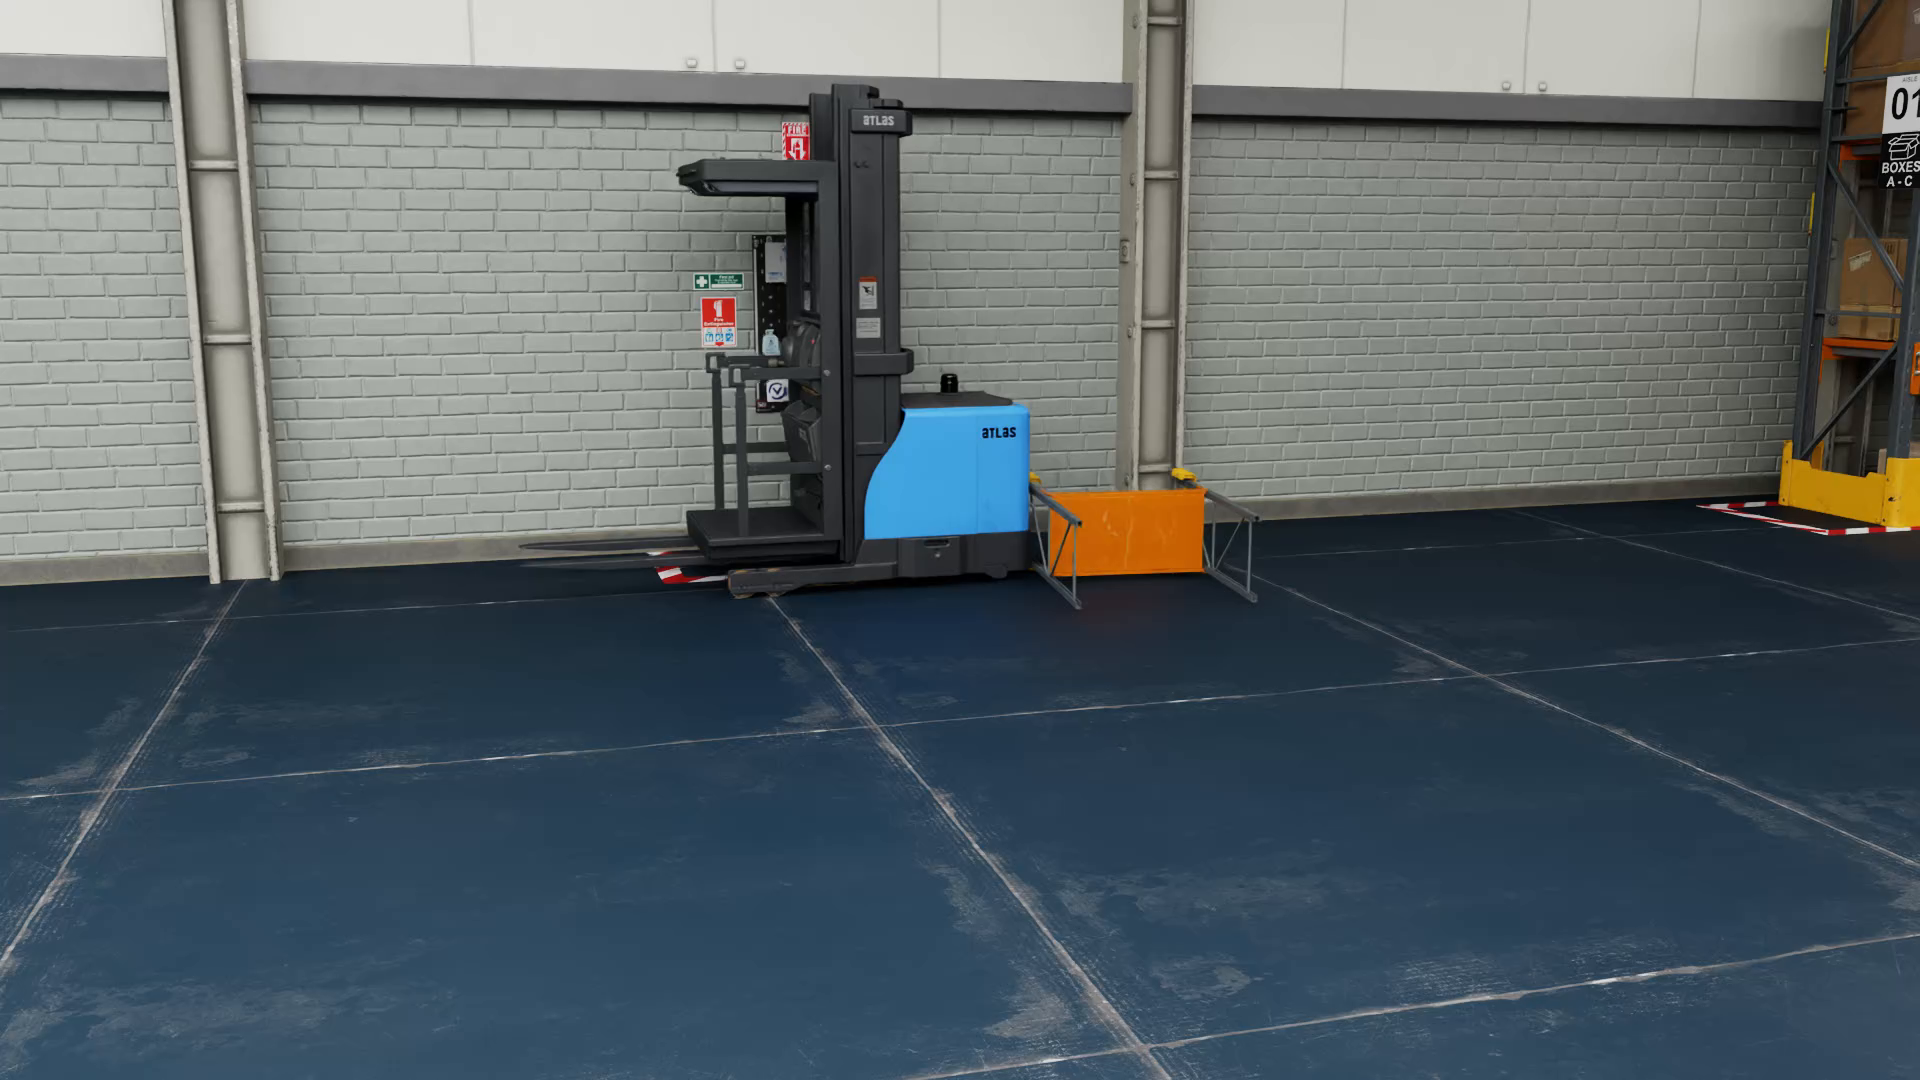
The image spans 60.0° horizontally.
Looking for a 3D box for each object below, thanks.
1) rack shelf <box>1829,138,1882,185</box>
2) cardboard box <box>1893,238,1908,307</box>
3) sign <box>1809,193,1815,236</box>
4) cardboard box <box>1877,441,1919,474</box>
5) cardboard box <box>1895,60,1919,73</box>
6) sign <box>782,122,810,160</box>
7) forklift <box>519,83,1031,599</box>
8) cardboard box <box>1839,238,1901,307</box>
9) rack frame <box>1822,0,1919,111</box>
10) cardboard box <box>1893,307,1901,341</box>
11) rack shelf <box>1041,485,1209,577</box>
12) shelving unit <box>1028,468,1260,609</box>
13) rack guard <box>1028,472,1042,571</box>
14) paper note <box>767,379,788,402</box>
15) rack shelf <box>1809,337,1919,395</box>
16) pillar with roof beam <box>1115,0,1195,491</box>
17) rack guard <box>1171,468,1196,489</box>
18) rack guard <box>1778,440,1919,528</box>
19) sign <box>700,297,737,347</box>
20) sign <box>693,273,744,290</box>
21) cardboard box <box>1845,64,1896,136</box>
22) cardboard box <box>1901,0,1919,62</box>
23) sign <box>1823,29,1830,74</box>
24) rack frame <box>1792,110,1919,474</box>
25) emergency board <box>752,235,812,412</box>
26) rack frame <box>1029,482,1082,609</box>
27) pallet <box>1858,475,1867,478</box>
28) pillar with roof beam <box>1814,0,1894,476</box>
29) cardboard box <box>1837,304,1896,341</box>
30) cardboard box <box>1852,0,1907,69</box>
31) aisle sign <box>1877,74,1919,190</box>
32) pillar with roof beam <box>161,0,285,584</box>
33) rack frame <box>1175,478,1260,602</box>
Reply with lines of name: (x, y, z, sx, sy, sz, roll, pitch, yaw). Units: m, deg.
rack shelf: (8.601, -2.891, 12.666, 4.000, 0.370, 1.077, -3, 11, -16)
cardboard box: (7.224, -1.945, 12.114, 0.500, 0.500, 0.500, -3, 11, -16)
sign: (6.545, -2.491, 12.719, 0.005, 0.325, 0.100, -3, 11, -16)
cardboard box: (7.371, -0.582, 12.632, 0.500, 0.311, 0.500, -4, 11, -22)
cardboard box: (7.072, -3.176, 11.897, 0.500, 0.500, 0.500, -3, 11, -14)
sign: (-1.068, -2.589, 10.922, 0.199, 0.298, 0.001, -3, 11, -16)
forklift: (-1.139, -1.205, 9.999, 3.031, 2.935, 1.130, -3, 11, -16)
cardboard box: (7.074, -2.034, 12.597, 0.500, 0.500, 0.500, -3, 11, -17)
rack frame: (6.681, -4.619, 11.780, 0.127, 3.000, 1.000, -3, 11, -16)
cardboard box: (7.238, -1.574, 12.169, 0.500, 0.250, 0.500, -3, 11, -18)
rack shelf: (1.000, -0.052, 10.134, 1.000, 0.538, 0.185, -2, 11, -9)
shelving unit: (1.039, -0.019, 9.961, 1.083, 0.587, 1.500, -2, 11, -9)
rack guard: (0.444, -0.121, 10.484, 0.087, 0.587, 0.250, -2, 11, -9)
paper note: (-1.222, -1.002, 11.136, 0.142, 0.148, 0.016, -3, 11, -16)
rack shelf: (8.601, -1.416, 12.938, 4.000, 0.370, 1.077, -3, 11, -16)
pillar with roof beam: (2.554, -3.752, 7.075, 0.400, 9.000, 9.100, -3, 11, -16)
rack guard: (1.425, -0.151, 10.648, 0.087, 0.587, 0.250, -2, 11, -9)
rack guard: (6.754, -0.443, 12.570, 0.348, 0.500, 1.175, -3, 11, -16)
sign: (-1.592, -1.439, 10.982, 0.234, 0.329, 0.001, -3, 11, -16)
sign: (-1.586, -1.699, 10.927, 0.331, 0.109, 0.001, -3, 11, -16)
cardboard box: (7.011, -3.268, 12.394, 0.500, 0.500, 0.500, -2, 11, -12)
cardboard box: (7.119, -3.671, 11.827, 0.500, 0.500, 0.500, -4, 11, -20)
sign: (6.545, -3.676, 12.501, 0.005, 0.325, 0.100, -3, 11, -16)
rack frame: (6.681, -1.668, 12.323, 0.127, 3.000, 1.000, -3, 11, -16)
emergency board: (-1.033, -1.432, 11.040, 0.643, 1.169, 0.194, -3, 11, -16)
rack frame: (0.529, -0.003, 9.876, 0.032, 0.500, 1.500, -2, 11, -9)
pallet: (7.544, -0.336, 12.786, 1.213, 0.211, 1.003, -3, 11, -16)
pillar with roof beam: (8.315, -4.056, 8.724, 0.400, 9.000, 9.100, -3, 11, -16)
cardboard box: (7.076, -1.662, 12.646, 0.500, 0.250, 0.500, -3, 11, -15)
cardboard box: (7.022, -3.761, 12.316, 0.500, 0.500, 0.500, -3, 11, -13)
aisle sign: (6.696, -2.891, 11.785, 0.004, 0.787, 0.394, -3, 11, -16)
pillar with roof beam: (-3.207, -3.449, 5.425, 0.400, 9.000, 9.100, -3, 11, -16)
rack frame: (1.531, -0.034, 10.043, 0.032, 0.500, 1.500, -2, 11, -9)
